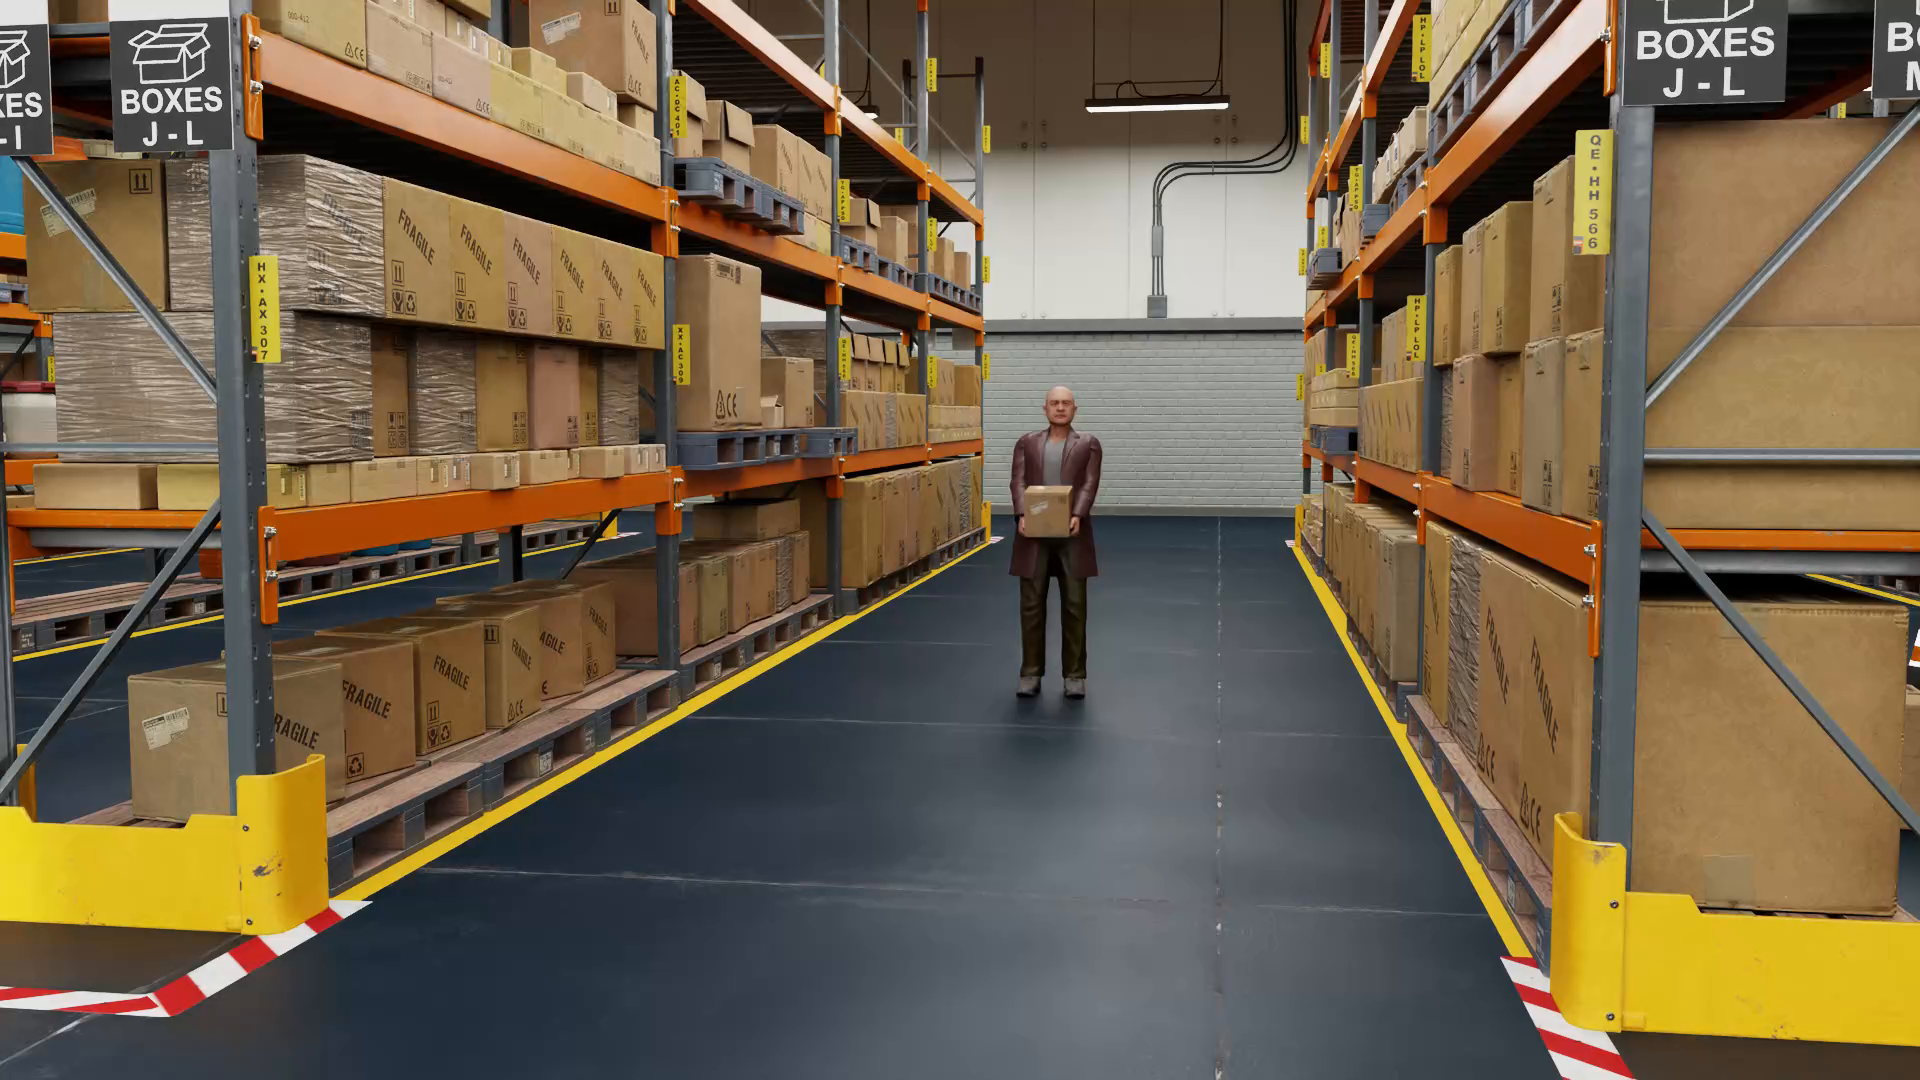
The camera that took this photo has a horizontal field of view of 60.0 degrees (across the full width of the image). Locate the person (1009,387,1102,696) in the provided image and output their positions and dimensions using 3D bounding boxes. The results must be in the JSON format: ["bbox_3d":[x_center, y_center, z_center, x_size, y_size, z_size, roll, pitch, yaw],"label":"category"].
[{"bbox_3d":[0.535,0.010,9.489,0.530,1.769,0.563,1,4,9],"label":"person"}]
